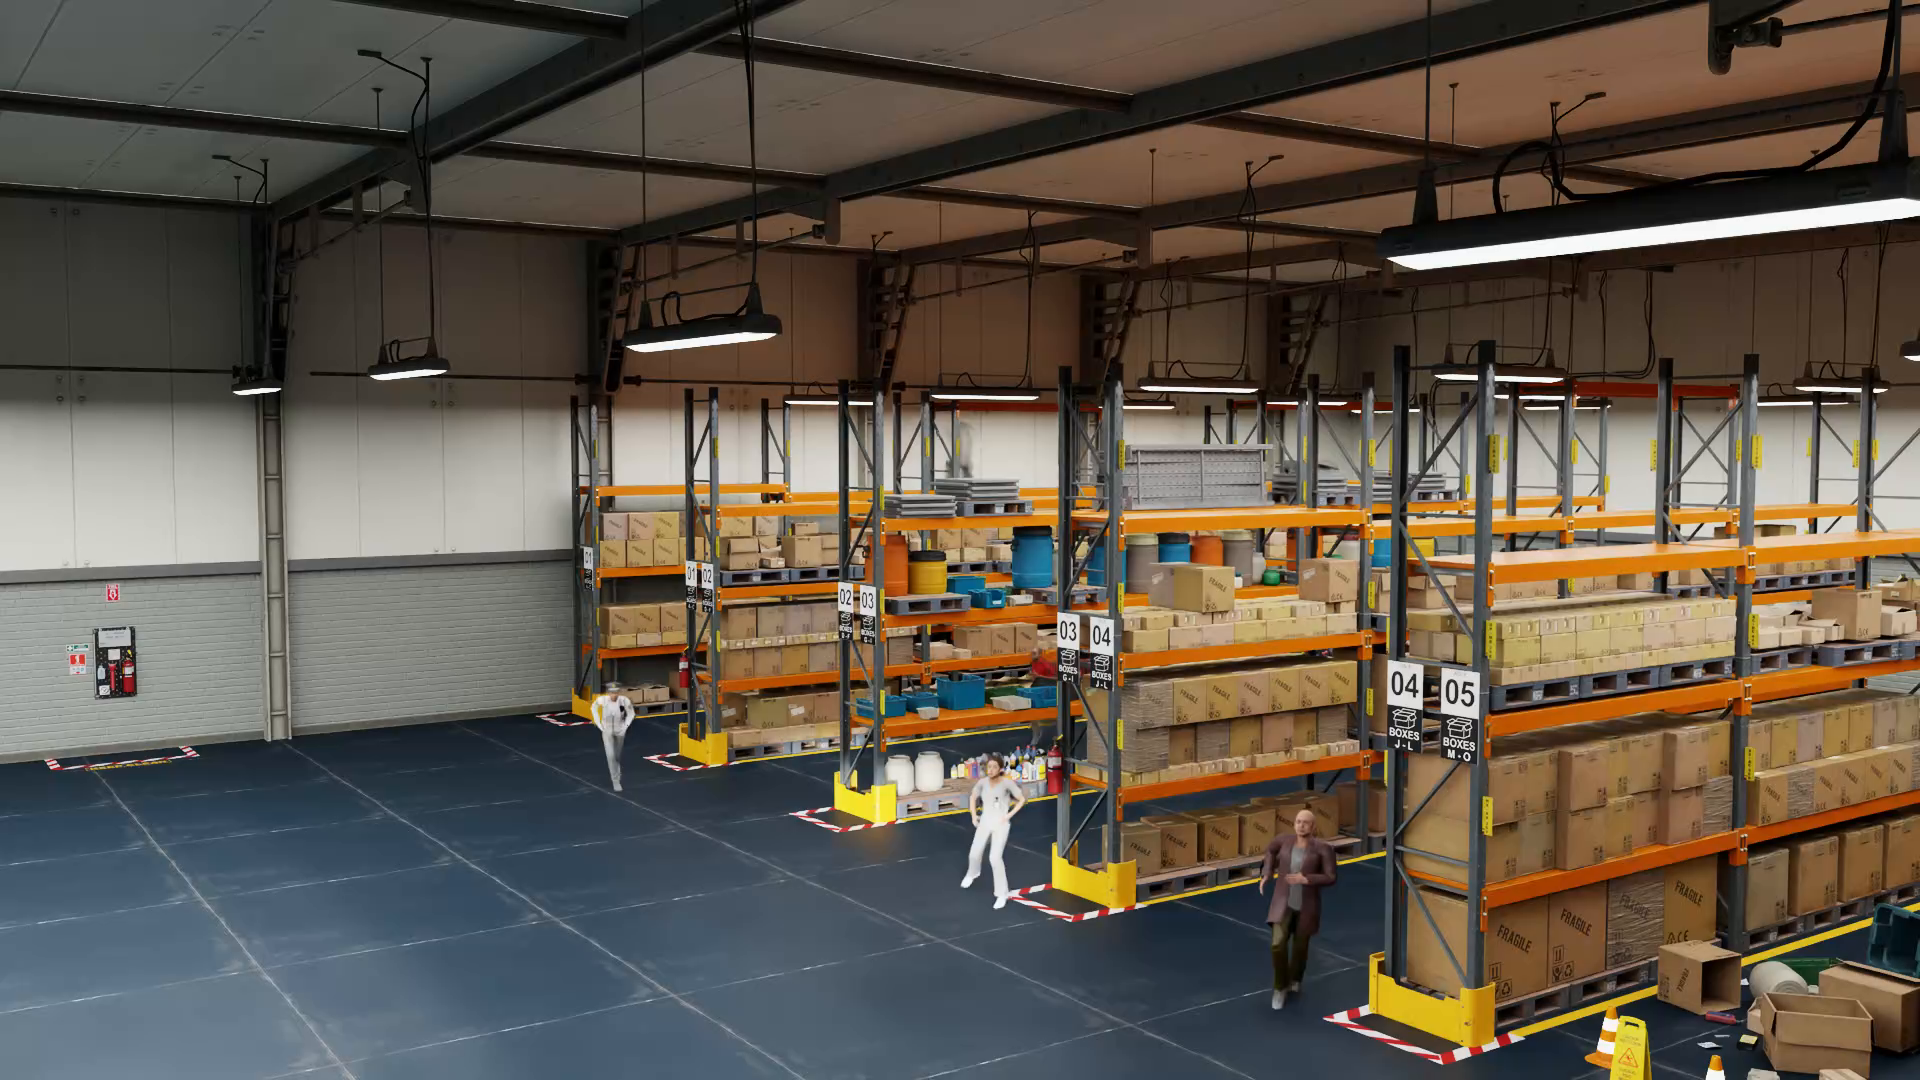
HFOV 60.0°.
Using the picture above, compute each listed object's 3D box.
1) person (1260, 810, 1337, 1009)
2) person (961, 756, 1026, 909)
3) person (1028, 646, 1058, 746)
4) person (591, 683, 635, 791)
[{"bbox_3d":[3.109,3.484,15.291,0.702,1.643,0.701,1,4,16],"label":"person"},{"bbox_3d":[0.336,3.234,18.711,0.807,1.662,0.743,1,4,21],"label":"person"},{"bbox_3d":[1.454,2.640,28.130,0.936,1.722,0.648,-3,5,-42],"label":"person"},{"bbox_3d":[-5.184,2.891,24.885,0.644,1.630,0.960,-1,3,-9],"label":"person"}]
